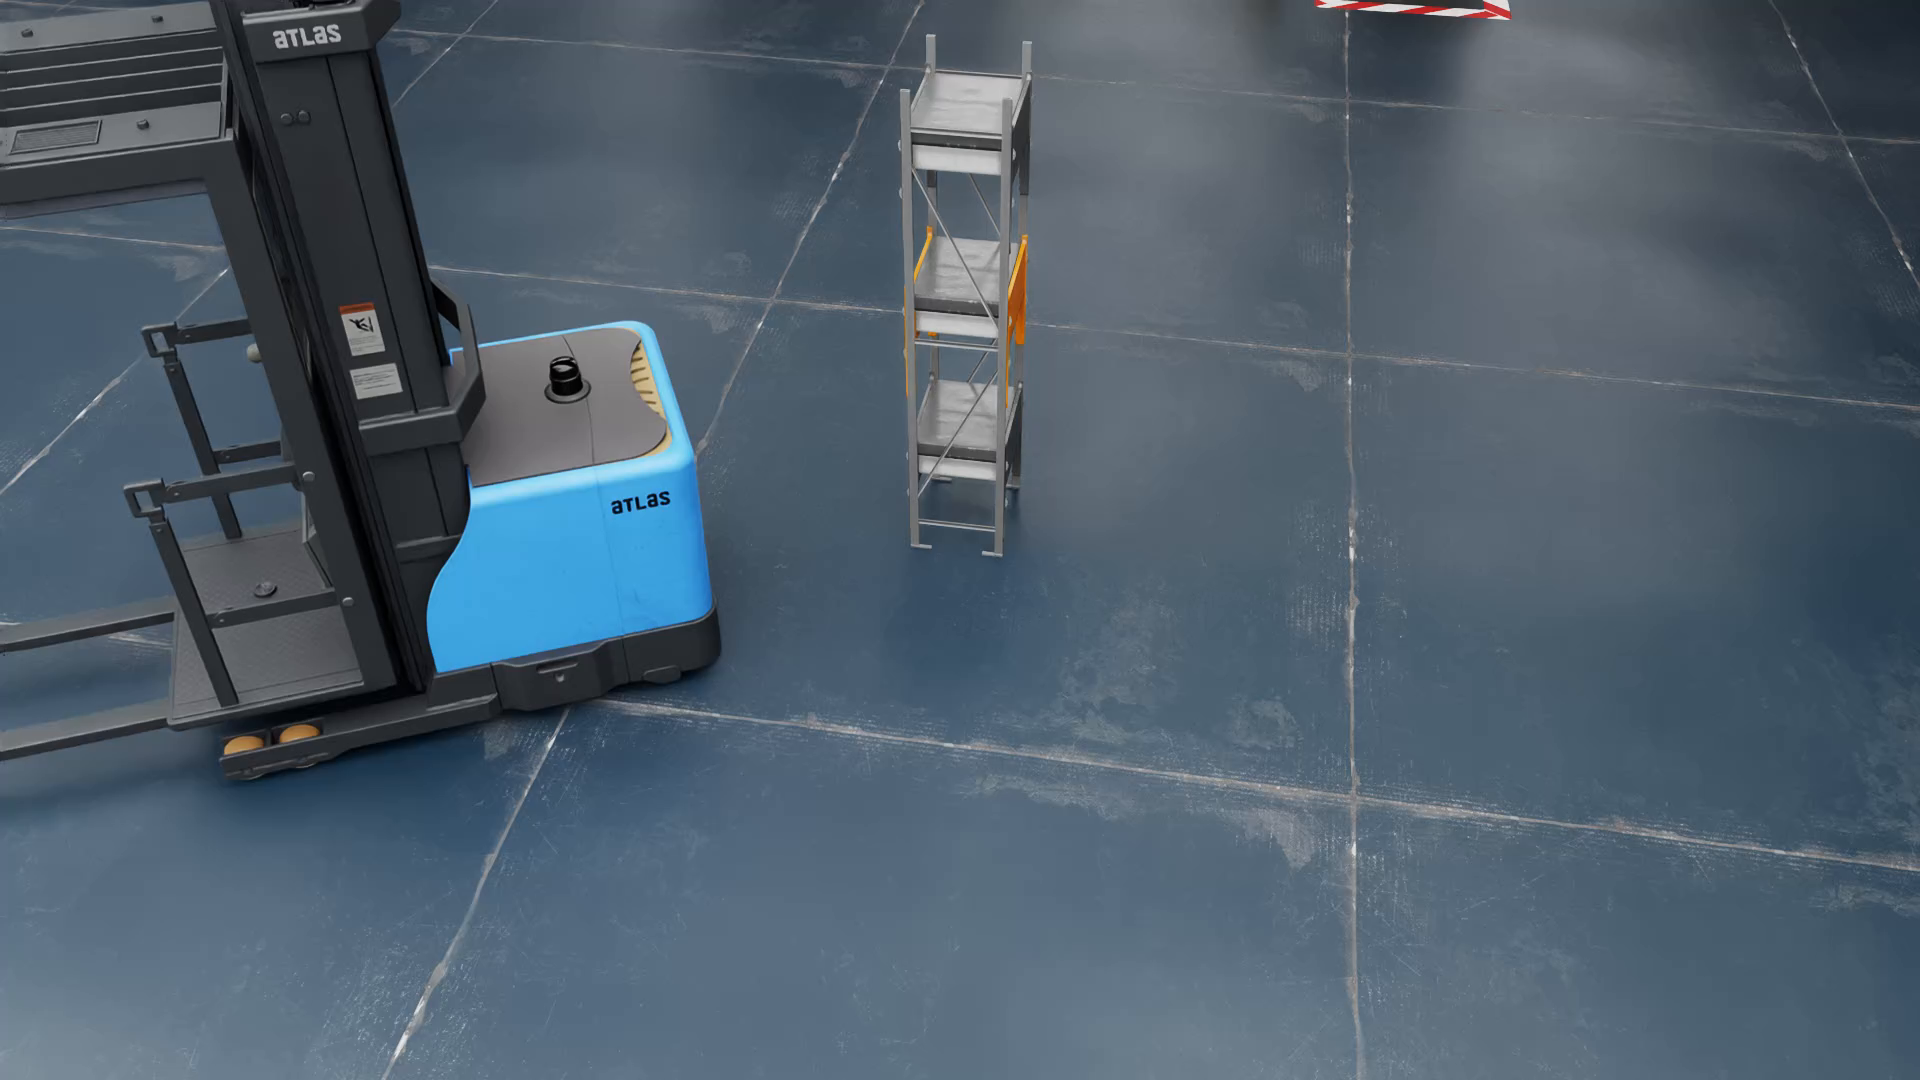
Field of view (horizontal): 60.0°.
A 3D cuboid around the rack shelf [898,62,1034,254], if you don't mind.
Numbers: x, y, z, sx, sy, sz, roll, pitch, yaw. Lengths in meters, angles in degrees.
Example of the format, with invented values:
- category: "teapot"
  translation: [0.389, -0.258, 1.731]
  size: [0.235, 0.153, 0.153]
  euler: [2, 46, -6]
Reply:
- category: "rack shelf"
  translation: [0.029, -1.442, 6.269]
  size: [0.431, 0.518, 0.480]
  euler: [6, 40, 8]

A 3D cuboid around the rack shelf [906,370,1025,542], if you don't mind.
- category: "rack shelf"
  translation: [0.029, -0.363, 7.161]
  size: [0.431, 0.518, 0.480]
  euler: [6, 40, 8]

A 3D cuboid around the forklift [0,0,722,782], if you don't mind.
- category: "forklift"
  translation: [-2.523, -0.618, 5.697]
  size: [3.031, 2.935, 1.130]
  euler: [-11, 41, -14]

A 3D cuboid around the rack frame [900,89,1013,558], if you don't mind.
- category: "rack frame"
  translation: [-0.014, -0.760, 6.521]
  size: [0.400, 2.100, 0.015]
  euler: [6, 40, 8]

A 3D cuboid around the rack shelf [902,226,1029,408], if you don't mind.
- category: "rack shelf"
  translation: [0.029, -0.903, 6.715]
  size: [0.431, 0.518, 0.480]
  euler: [6, 40, 8]

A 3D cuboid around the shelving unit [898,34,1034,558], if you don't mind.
- category: "shelving unit"
  translation: [0.029, -0.913, 6.707]
  size: [0.431, 2.100, 0.503]
  euler: [6, 40, 8]

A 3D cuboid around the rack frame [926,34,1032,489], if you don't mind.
- category: "rack frame"
  translation: [0.071, -1.066, 6.892]
  size: [0.400, 2.100, 0.015]
  euler: [6, 40, 8]
